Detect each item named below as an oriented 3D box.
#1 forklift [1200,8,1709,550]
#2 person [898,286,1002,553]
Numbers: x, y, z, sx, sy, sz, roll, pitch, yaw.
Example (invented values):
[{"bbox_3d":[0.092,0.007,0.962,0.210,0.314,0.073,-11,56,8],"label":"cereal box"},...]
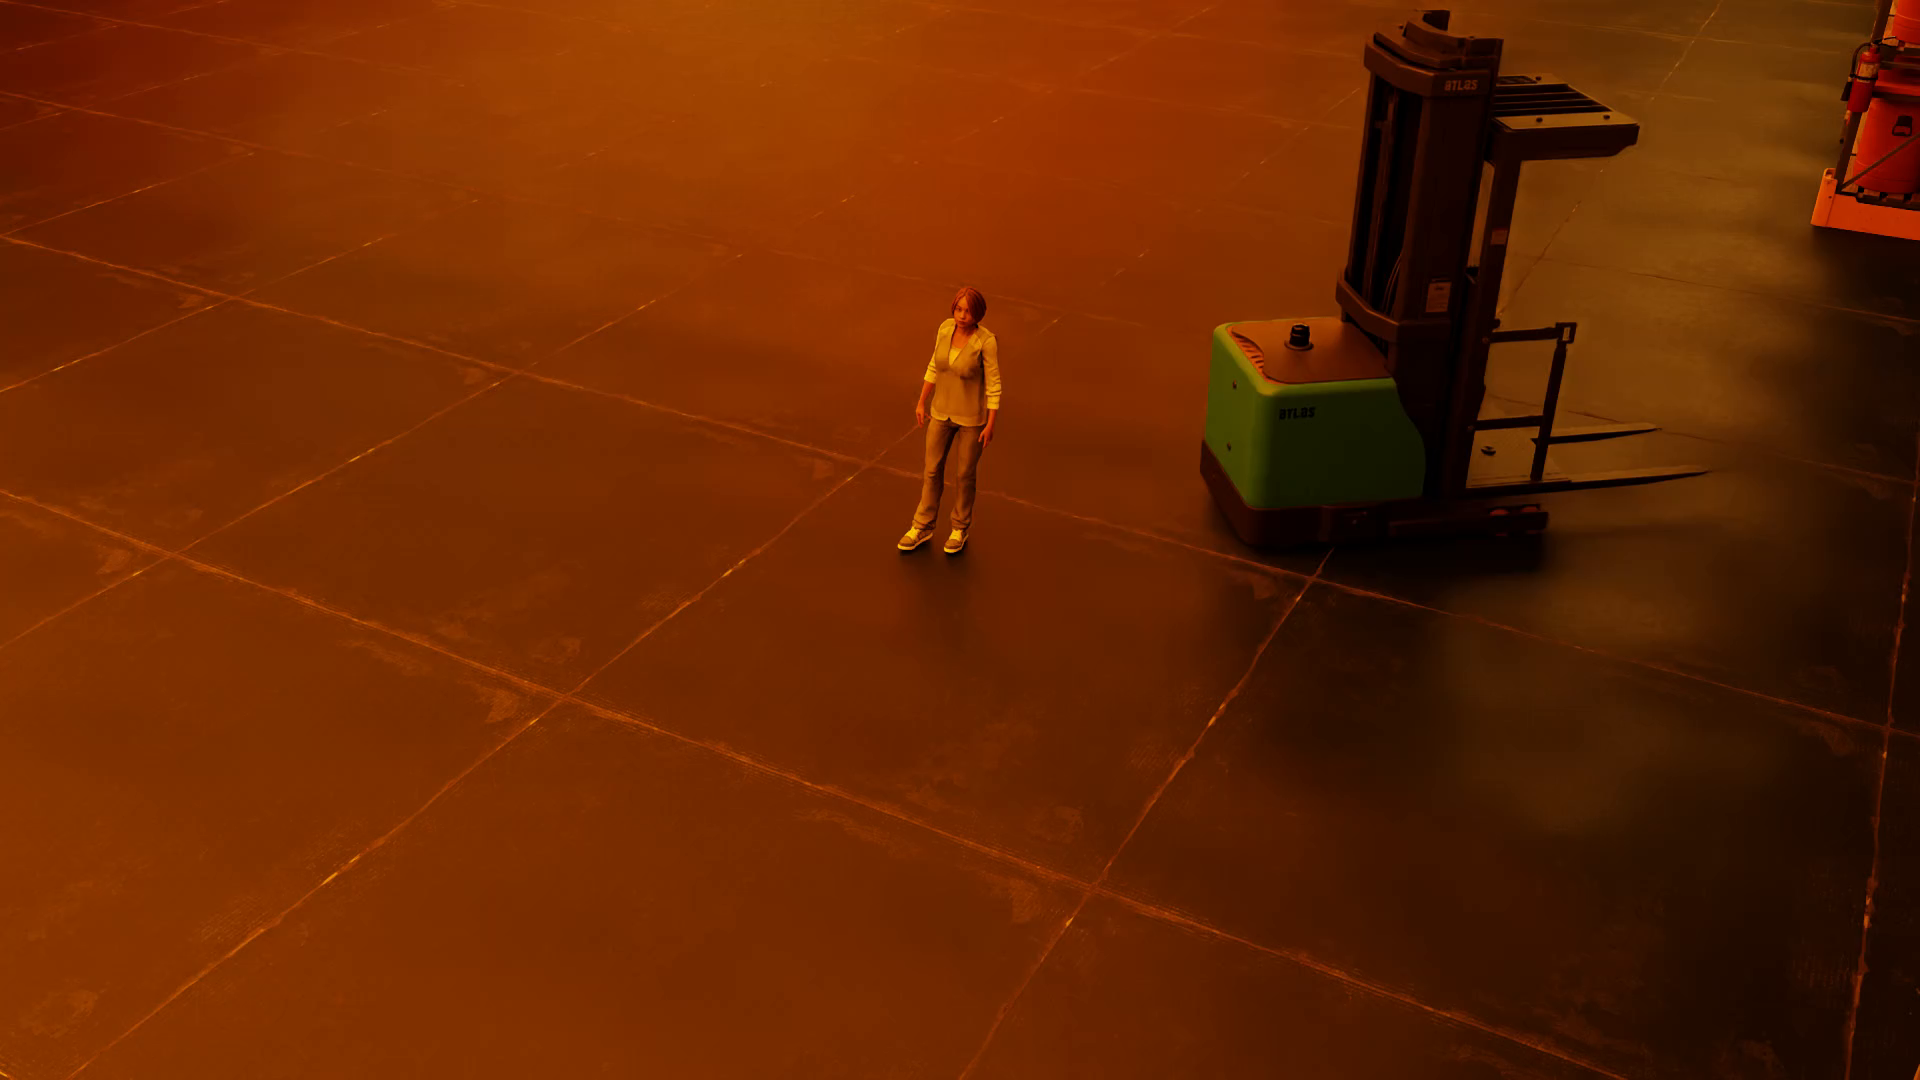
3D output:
[{"bbox_3d":[3.093,-1.545,9.748,3.031,2.935,1.130,-5,30,-8],"label":"forklift"},{"bbox_3d":[-0.048,-0.669,9.550,0.519,1.598,0.474,15,33,25],"label":"person"}]
